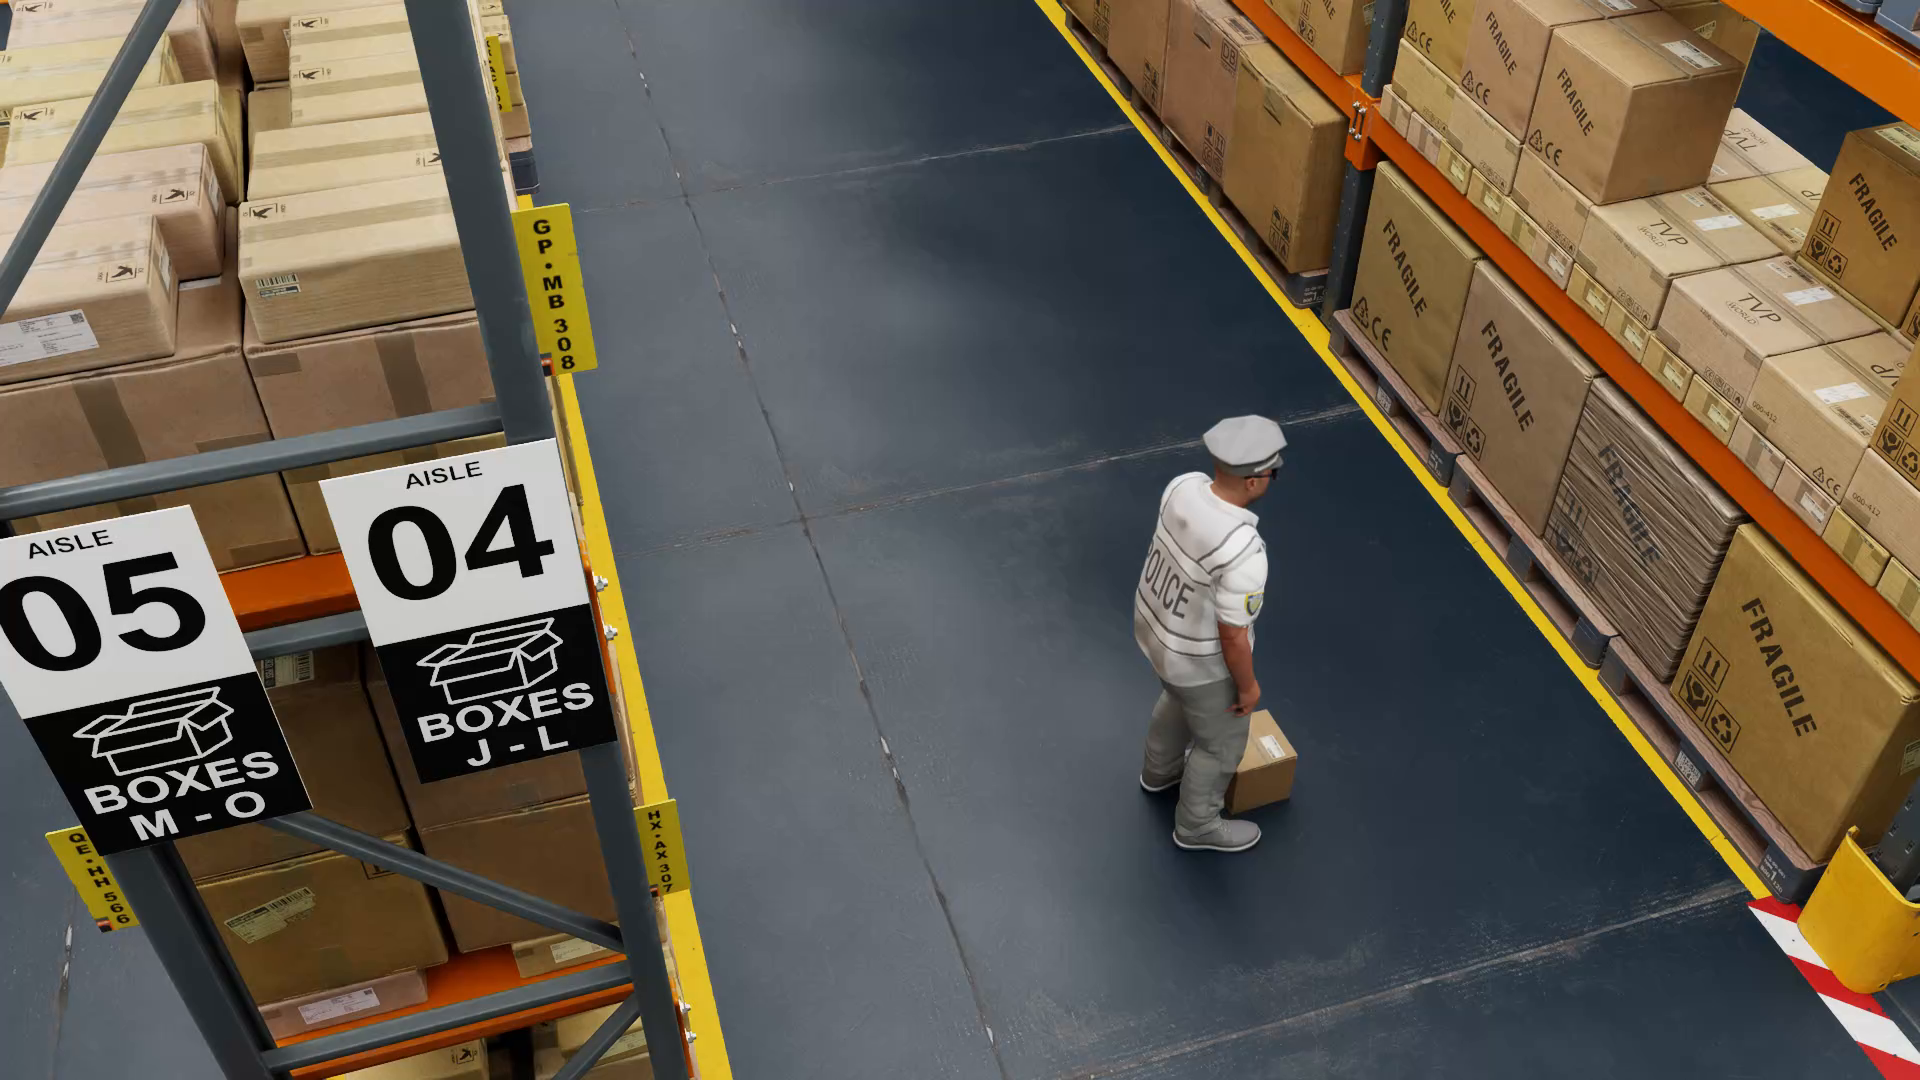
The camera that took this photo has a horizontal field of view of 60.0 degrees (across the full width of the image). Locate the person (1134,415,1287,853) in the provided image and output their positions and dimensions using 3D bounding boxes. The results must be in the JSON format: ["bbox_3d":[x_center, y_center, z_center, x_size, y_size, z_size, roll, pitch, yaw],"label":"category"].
[{"bbox_3d":[0.839,0.351,5.765,0.437,1.747,0.598,-14,44,-15],"label":"person"}]
